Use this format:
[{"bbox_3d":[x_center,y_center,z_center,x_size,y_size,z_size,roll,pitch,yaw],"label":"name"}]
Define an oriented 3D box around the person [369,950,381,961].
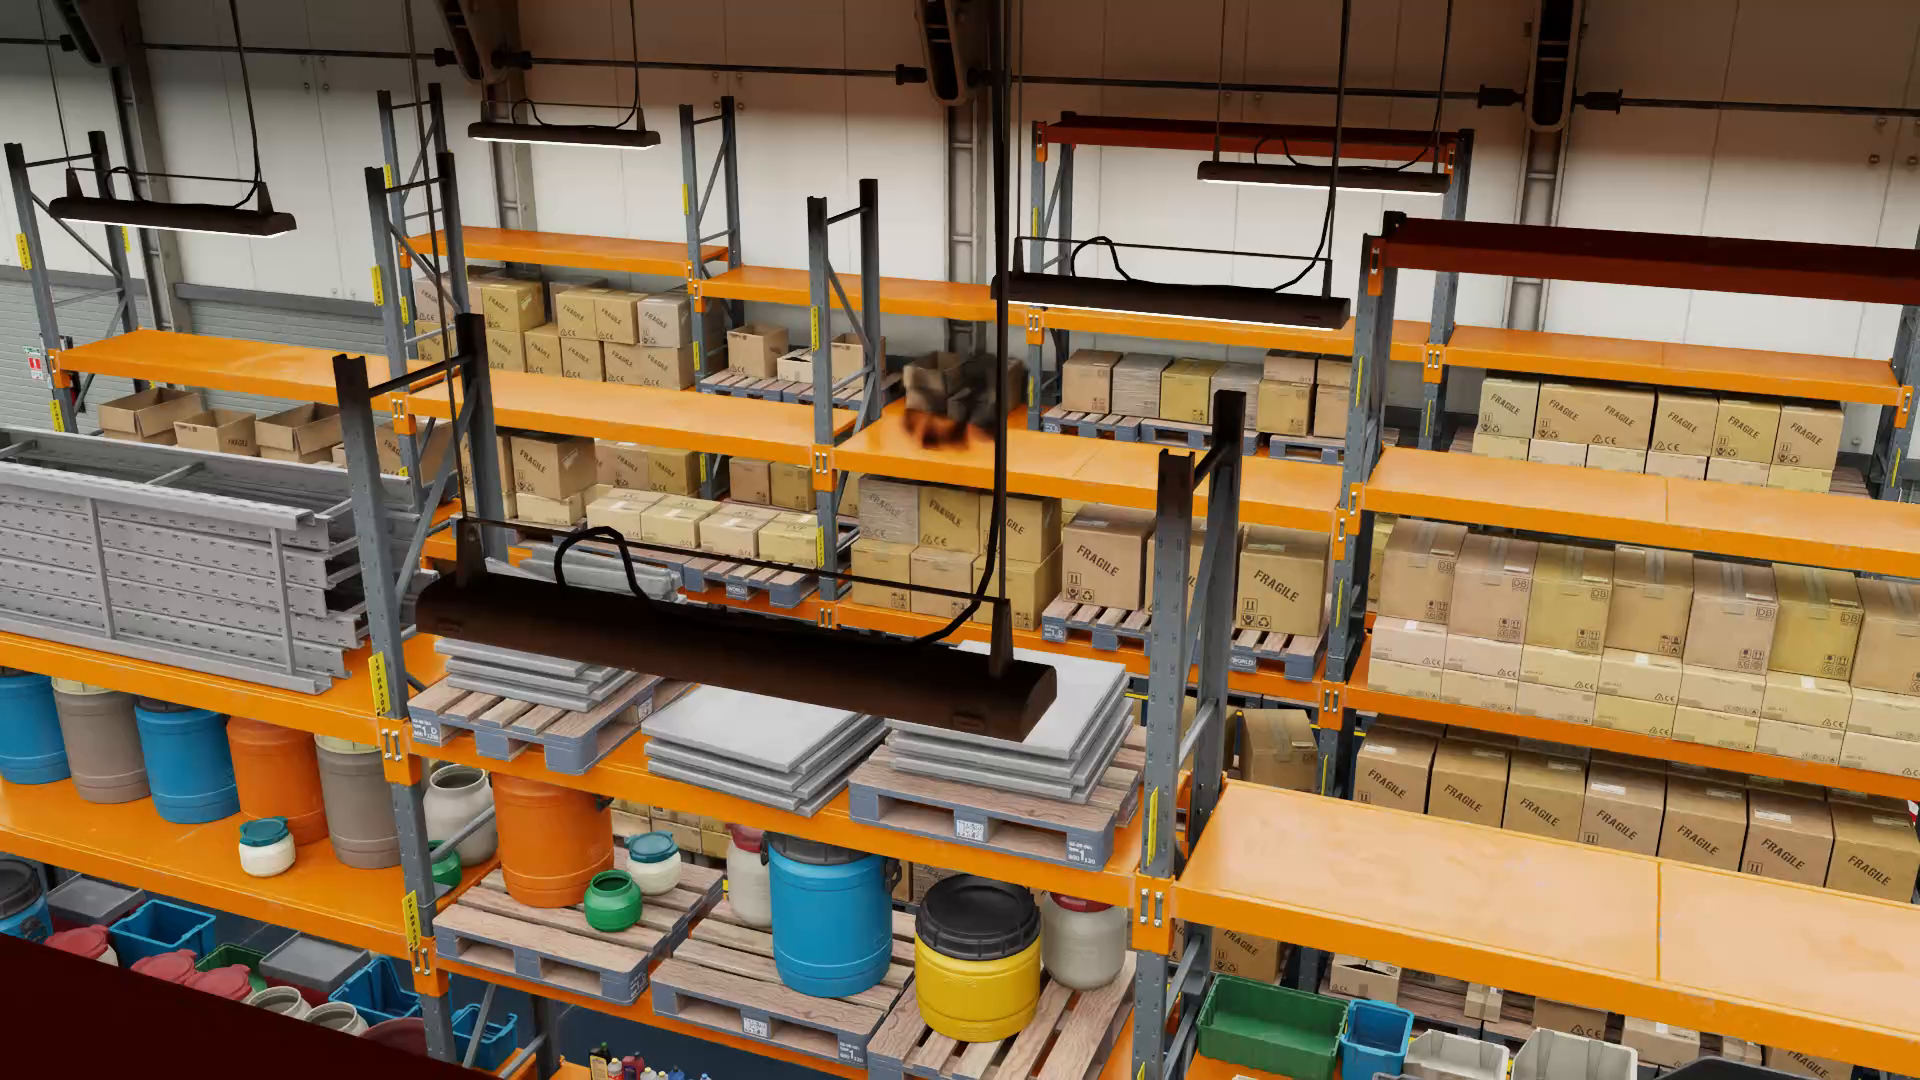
[{"bbox_3d":[-4.383,2.983,12.134,0.662,1.747,0.690,9,23,22],"label":"person"}]
